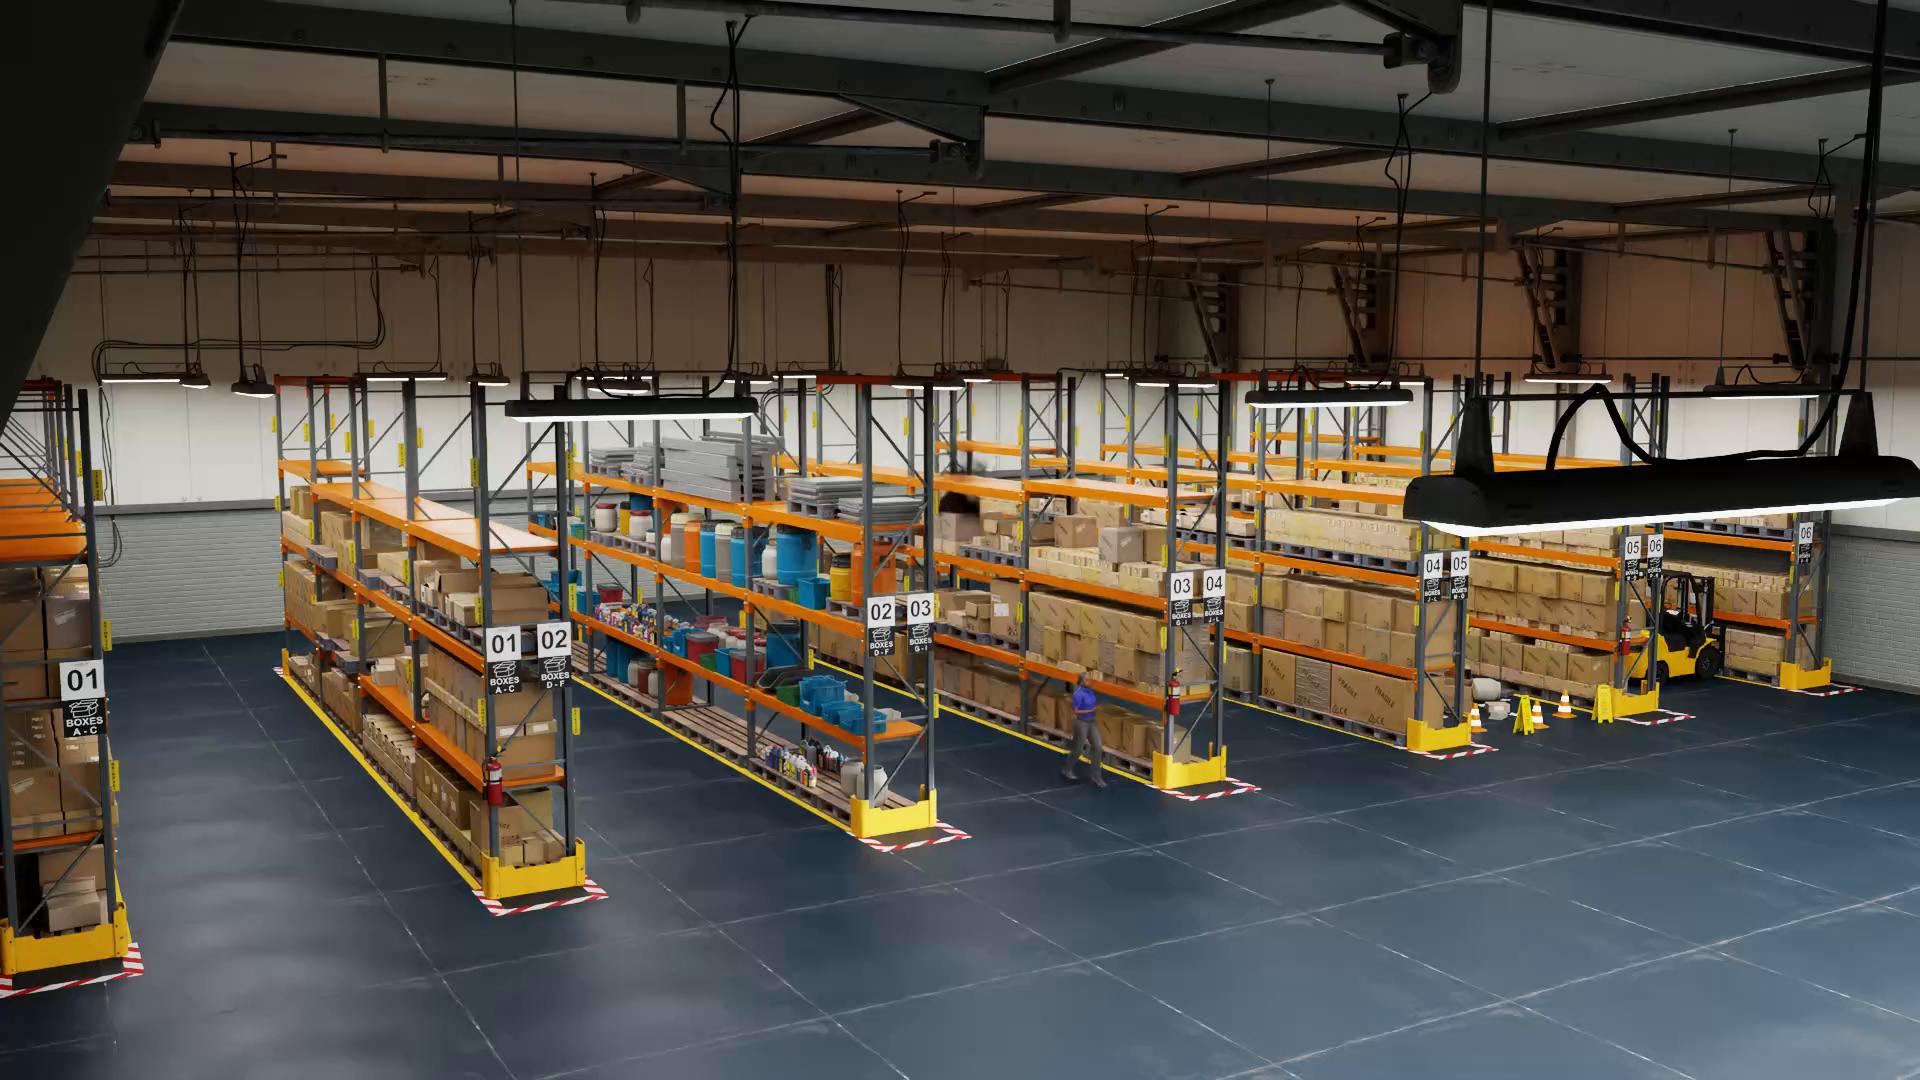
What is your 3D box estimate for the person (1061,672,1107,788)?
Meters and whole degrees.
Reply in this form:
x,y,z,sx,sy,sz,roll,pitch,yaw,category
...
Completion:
x,y,z,sx,sy,sz,roll,pitch,yaw,category
1.843,2.803,24.693,0.752,1.705,0.564,6,9,43,person
